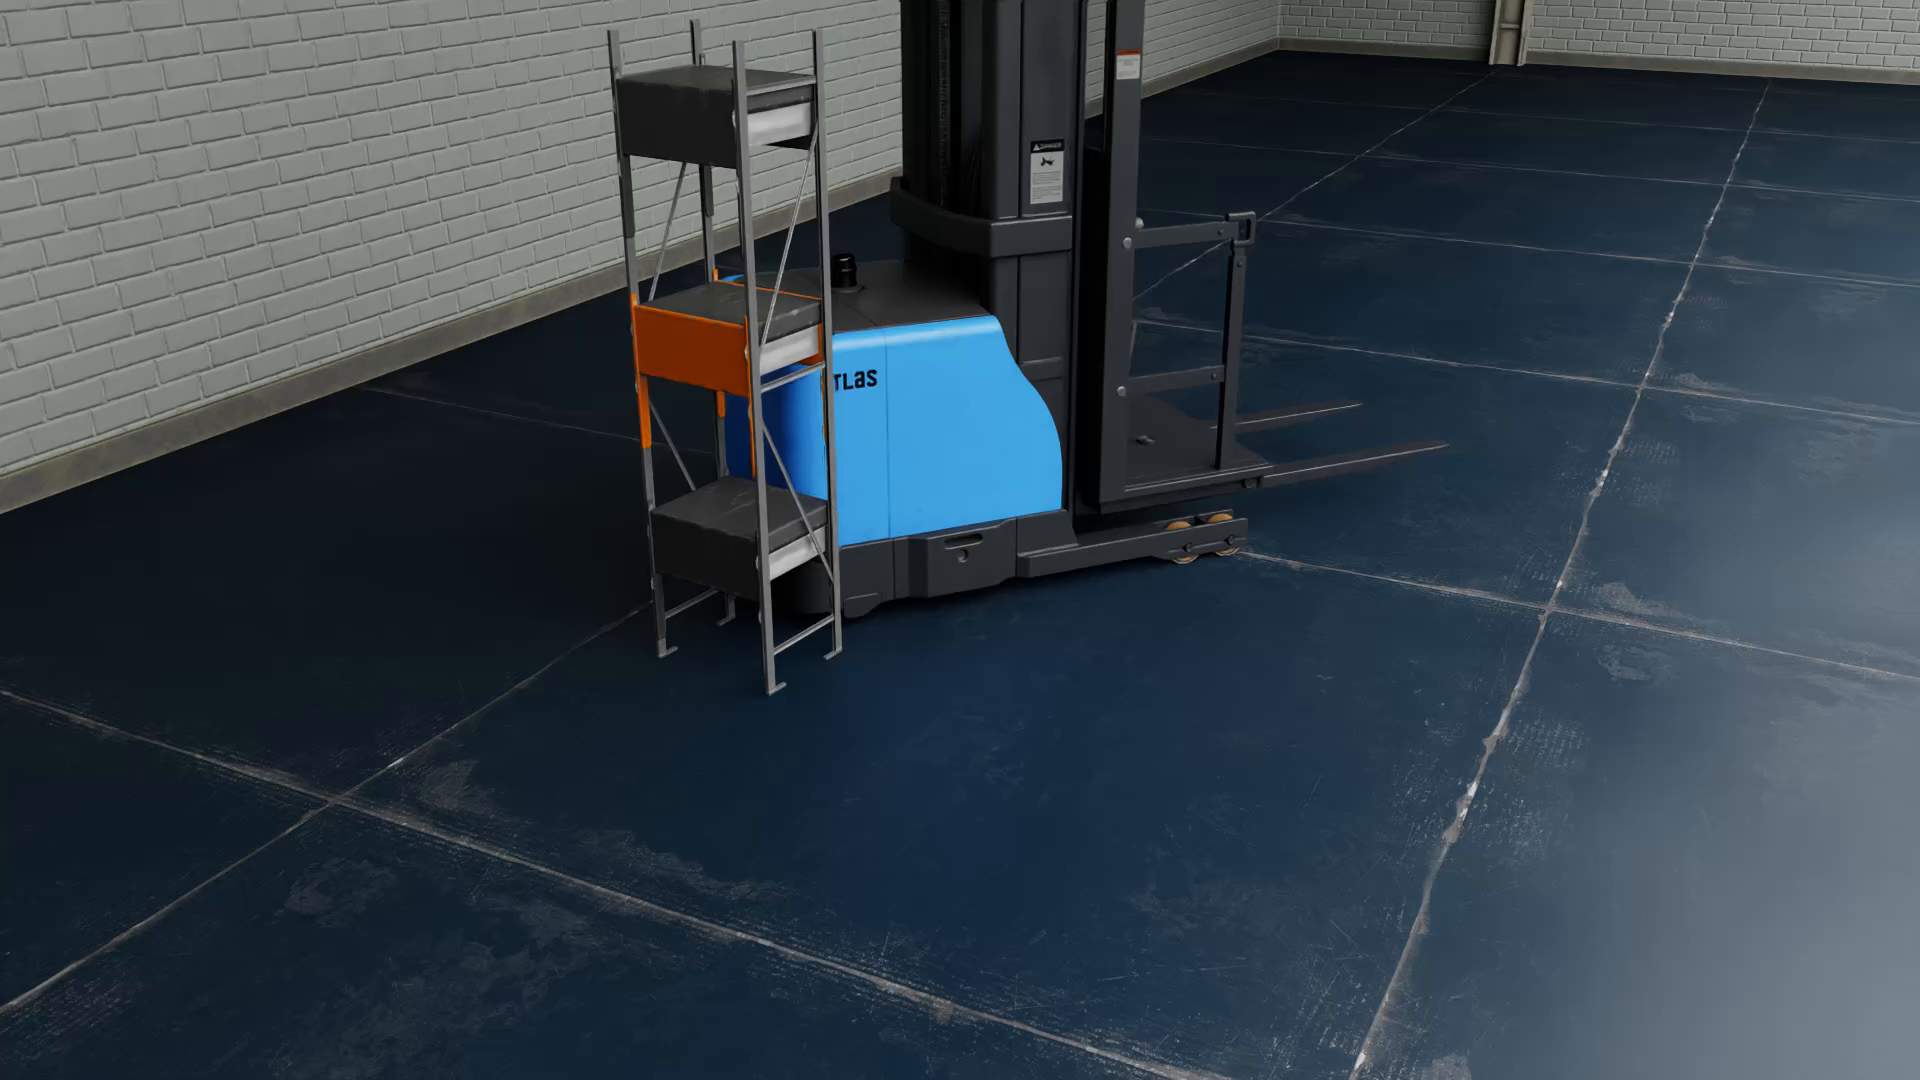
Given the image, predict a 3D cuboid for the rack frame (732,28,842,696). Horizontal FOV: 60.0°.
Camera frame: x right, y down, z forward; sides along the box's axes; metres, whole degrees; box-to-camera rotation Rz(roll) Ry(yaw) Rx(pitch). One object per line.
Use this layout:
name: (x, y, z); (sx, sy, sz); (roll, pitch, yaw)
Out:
rack frame: (-0.530, -0.513, 5.274); (0.015, 2.100, 0.400); (14, 27, 30)

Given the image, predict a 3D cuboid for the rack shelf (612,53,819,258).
rack shelf: (-0.734, -1.197, 5.129); (0.480, 0.518, 0.431); (14, 27, 30)

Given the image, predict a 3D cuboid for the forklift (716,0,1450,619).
forklift: (0.587, -1.432, 6.373); (3.031, 2.935, 1.130); (-10, 25, -22)

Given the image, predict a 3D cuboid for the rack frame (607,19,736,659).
rack frame: (-0.937, -0.618, 5.521); (0.015, 2.100, 0.400); (14, 27, 30)

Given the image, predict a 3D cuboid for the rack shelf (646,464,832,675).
rack shelf: (-0.734, 0.091, 5.677); (0.480, 0.518, 0.431); (14, 27, 30)

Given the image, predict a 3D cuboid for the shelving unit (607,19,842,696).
shelving unit: (-0.734, -0.566, 5.397); (0.503, 2.100, 0.431); (14, 27, 30)

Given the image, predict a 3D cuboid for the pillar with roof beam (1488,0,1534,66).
pillar with roof beam: (4.861, -8.563, 15.388); (0.400, 9.000, 9.100); (11, 25, 25)

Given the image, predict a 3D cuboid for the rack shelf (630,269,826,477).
rack shelf: (-0.734, -0.553, 5.403); (0.480, 0.518, 0.431); (14, 27, 30)
